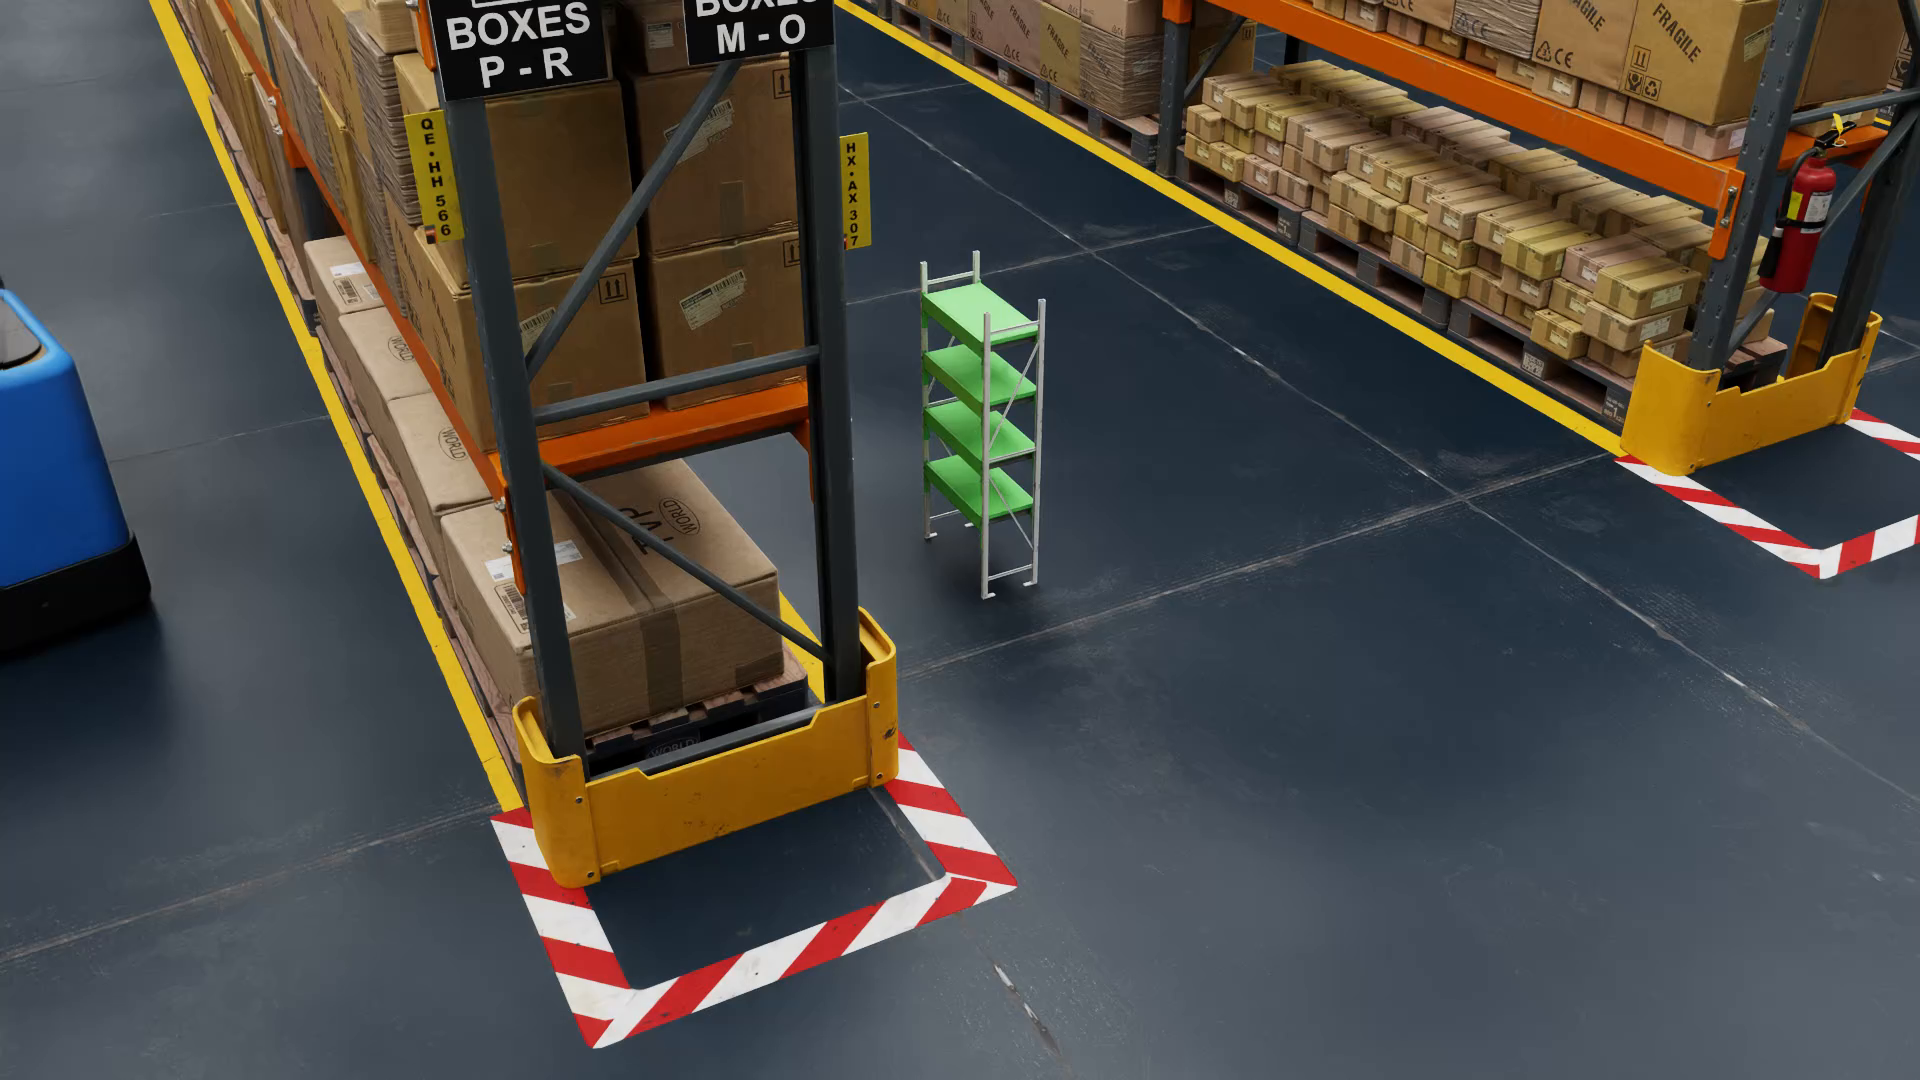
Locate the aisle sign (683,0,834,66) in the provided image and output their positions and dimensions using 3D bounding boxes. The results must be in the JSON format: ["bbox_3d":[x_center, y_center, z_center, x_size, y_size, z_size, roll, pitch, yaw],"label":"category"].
[{"bbox_3d":[-0.499,-1.557,3.990,0.394,0.787,0.004,-16,36,-23],"label":"aisle sign"}]

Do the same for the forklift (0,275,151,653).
[{"bbox_3d":[-4.410,-1.401,6.219,1.130,2.935,3.031,-25,40,-33],"label":"forklift"}]

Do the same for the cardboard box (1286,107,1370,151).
[{"bbox_3d":[2.035,-2.263,9.204,0.380,0.149,0.250,-17,36,-24],"label":"cardboard box"}]

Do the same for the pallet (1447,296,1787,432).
[{"bbox_3d":[3.160,-0.976,8.078,1.003,0.211,1.213,-16,36,-23],"label":"pallet"}]

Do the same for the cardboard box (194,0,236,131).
[{"bbox_3d":[-4.270,-3.173,10.503,0.875,0.875,0.875,-16,36,-24],"label":"cardboard box"}]

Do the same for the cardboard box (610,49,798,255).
[{"bbox_3d":[-0.761,-1.188,4.804,0.500,0.500,0.500,-17,36,-24],"label":"cardboard box"}]

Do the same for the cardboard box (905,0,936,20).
[{"bbox_3d":[-0.083,-4.258,12.543,0.500,0.500,0.500,-17,37,-25],"label":"cardboard box"}]

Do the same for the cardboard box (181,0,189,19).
[{"bbox_3d":[-5.473,-4.298,12.724,0.950,0.372,0.625,-15,35,-22],"label":"cardboard box"}]

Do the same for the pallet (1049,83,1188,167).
[{"bbox_3d":[1.314,-2.823,10.961,1.003,0.211,1.213,-16,36,-23],"label":"pallet"}]

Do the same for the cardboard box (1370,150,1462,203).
[{"bbox_3d":[2.361,-1.884,8.613,0.380,0.149,0.250,-16,36,-23],"label":"cardboard box"}]

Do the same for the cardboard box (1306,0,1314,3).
[{"bbox_3d":[1.999,-2.953,8.812,0.380,0.149,0.250,-18,37,-25],"label":"cardboard box"}]

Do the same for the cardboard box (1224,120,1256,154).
[{"bbox_3d":[1.761,-2.376,9.656,0.380,0.149,0.250,-16,36,-23],"label":"cardboard box"}]

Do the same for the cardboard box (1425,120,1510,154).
[{"bbox_3d":[2.747,-2.145,9.019,0.380,0.149,0.250,-17,36,-25],"label":"cardboard box"}]

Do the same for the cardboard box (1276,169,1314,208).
[{"bbox_3d":[2.012,-2.007,9.355,0.380,0.149,0.250,-17,36,-24],"label":"cardboard box"}]

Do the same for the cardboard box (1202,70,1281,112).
[{"bbox_3d":[1.655,-2.637,9.787,0.380,0.149,0.250,-14,35,-21],"label":"cardboard box"}]

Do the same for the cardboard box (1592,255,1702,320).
[{"bbox_3d":[3.072,-1.133,7.440,0.380,0.149,0.250,-15,36,-23],"label":"cardboard box"}]

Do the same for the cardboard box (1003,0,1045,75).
[{"bbox_3d":[0.636,-3.531,11.409,0.500,0.500,0.500,-17,36,-24],"label":"cardboard box"}]

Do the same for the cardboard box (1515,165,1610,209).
[{"bbox_3d":[3.050,-1.766,8.427,0.380,0.149,0.250,-14,35,-21],"label":"cardboard box"}]

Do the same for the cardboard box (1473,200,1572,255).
[{"bbox_3d":[2.708,-1.499,8.010,0.380,0.149,0.250,-17,37,-25],"label":"cardboard box"}]

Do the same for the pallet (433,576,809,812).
[{"bbox_3d":[-1.231,0.388,5.948,1.003,0.211,1.213,-16,36,-23],"label":"pallet"}]

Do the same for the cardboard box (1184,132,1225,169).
[{"bbox_3d":[1.563,-2.348,9.888,0.380,0.149,0.250,-18,37,-25],"label":"cardboard box"}]

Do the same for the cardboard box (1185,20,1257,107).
[{"bbox_3d":[1.568,-3.170,10.845,0.500,0.500,0.500,-14,35,-21],"label":"cardboard box"}]

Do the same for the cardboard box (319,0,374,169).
[{"bbox_3d":[-1.722,-1.536,5.348,0.500,0.500,0.500,-16,36,-23],"label":"cardboard box"}]

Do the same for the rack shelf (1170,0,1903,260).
[{"bbox_3d":[2.610,-2.369,8.334,1.077,0.370,4.000,-16,36,-23],"label":"rack shelf"}]

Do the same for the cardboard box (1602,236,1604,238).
[{"bbox_3d":[3.232,-1.523,8.324,0.380,0.149,0.250,-15,35,-22],"label":"cardboard box"}]

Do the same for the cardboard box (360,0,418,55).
[{"bbox_3d":[-1.468,-1.498,4.687,0.380,0.149,0.250,-16,36,-24],"label":"cardboard box"}]

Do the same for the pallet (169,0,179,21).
[{"bbox_3d":[-6.020,-4.605,13.743,1.003,0.211,1.213,-16,36,-23],"label":"pallet"}]

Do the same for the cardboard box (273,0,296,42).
[{"bbox_3d":[-2.416,-2.265,6.486,0.500,0.500,0.500,-16,36,-24],"label":"cardboard box"}]

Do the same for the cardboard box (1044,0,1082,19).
[{"bbox_3d":[0.879,-3.607,10.832,0.500,0.250,0.500,-14,35,-21],"label":"cardboard box"}]

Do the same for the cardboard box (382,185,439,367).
[{"bbox_3d":[-1.469,-0.873,5.239,0.500,0.500,0.500,-17,36,-24],"label":"cardboard box"}]

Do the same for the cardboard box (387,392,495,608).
[{"bbox_3d":[-1.619,-0.246,6.340,0.875,0.438,0.875,-15,36,-22],"label":"cardboard box"}]

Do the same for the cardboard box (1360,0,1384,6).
[{"bbox_3d":[2.126,-3.010,8.299,0.500,0.500,0.500,-17,36,-24],"label":"cardboard box"}]

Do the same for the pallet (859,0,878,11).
[{"bbox_3d":[-0.488,-4.756,13.978,1.003,0.211,1.213,-16,36,-23],"label":"pallet"}]

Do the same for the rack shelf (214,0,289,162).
[{"bbox_3d":[-3.587,-2.984,9.295,1.077,0.370,4.000,-16,36,-23],"label":"rack shelf"}]

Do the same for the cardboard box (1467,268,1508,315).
[{"bbox_3d":[2.730,-1.252,8.177,0.380,0.149,0.250,-15,36,-23],"label":"cardboard box"}]

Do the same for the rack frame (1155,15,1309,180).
[{"bbox_3d":[1.678,-3.626,9.629,1.000,3.000,0.127,-16,36,-23],"label":"rack frame"}]

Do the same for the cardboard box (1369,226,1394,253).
[{"bbox_3d":[2.394,-1.633,8.772,0.380,0.149,0.250,-15,36,-22],"label":"cardboard box"}]

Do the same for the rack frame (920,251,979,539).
[{"bbox_3d":[-0.037,-0.543,6.485,0.240,1.200,0.015,-16,36,-23],"label":"rack frame"}]

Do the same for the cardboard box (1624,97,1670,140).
[{"bbox_3d":[3.058,-1.824,7.049,0.380,0.149,0.250,-16,36,-23],"label":"cardboard box"}]

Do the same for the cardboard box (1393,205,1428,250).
[{"bbox_3d":[2.445,-1.617,8.472,0.380,0.149,0.250,-14,35,-21],"label":"cardboard box"}]

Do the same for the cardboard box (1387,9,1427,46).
[{"bbox_3d":[2.344,-2.570,8.214,0.380,0.149,0.250,-14,35,-21],"label":"cardboard box"}]

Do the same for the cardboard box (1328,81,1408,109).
[{"bbox_3d":[2.351,-2.520,9.604,0.380,0.149,0.250,-16,36,-24],"label":"cardboard box"}]

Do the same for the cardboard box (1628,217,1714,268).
[{"bbox_3d":[3.364,-1.381,7.827,0.380,0.149,0.250,-15,36,-22],"label":"cardboard box"}]

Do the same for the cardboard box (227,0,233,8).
[{"bbox_3d":[-3.541,-2.909,8.650,0.500,0.250,0.500,-17,36,-24],"label":"cardboard box"}]

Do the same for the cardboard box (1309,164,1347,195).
[{"bbox_3d":[2.137,-2.002,9.072,0.380,0.149,0.250,-14,35,-21],"label":"cardboard box"}]

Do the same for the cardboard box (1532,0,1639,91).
[{"bbox_3d":[2.870,-2.281,7.162,0.500,0.500,0.500,-16,36,-24],"label":"cardboard box"}]

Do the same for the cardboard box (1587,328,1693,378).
[{"bbox_3d":[3.113,-0.892,7.616,0.380,0.149,0.250,-15,36,-22],"label":"cardboard box"}]

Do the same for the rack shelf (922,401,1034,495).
[{"bbox_3d":[0.077,-0.372,6.338,0.258,0.148,0.480,-16,36,-23],"label":"rack shelf"}]

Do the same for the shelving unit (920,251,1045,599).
[{"bbox_3d":[0.077,-0.426,6.303,0.258,1.200,0.503,-16,36,-23],"label":"shelving unit"}]

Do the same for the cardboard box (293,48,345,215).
[{"bbox_3d":[-2.210,-1.605,6.382,0.500,0.500,0.500,-16,36,-23],"label":"cardboard box"}]

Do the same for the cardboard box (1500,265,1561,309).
[{"bbox_3d":[2.801,-1.247,7.893,0.380,0.149,0.250,-17,37,-25],"label":"cardboard box"}]

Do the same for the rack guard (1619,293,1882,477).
[{"bbox_3d":[3.508,-0.701,7.381,1.175,0.500,0.348,-16,36,-23],"label":"rack guard"}]

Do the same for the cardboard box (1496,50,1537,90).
[{"bbox_3d":[2.691,-2.189,7.619,0.380,0.149,0.250,-18,37,-25],"label":"cardboard box"}]

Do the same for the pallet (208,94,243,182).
[{"bbox_3d":[-4.218,-2.672,10.726,1.003,0.211,1.213,-16,36,-23],"label":"pallet"}]

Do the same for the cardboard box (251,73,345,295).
[{"bbox_3d":[-3.014,-1.891,8.501,0.875,0.875,0.875,-15,35,-22],"label":"cardboard box"}]

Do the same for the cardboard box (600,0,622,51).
[{"bbox_3d":[-0.895,-1.506,4.700,0.380,0.149,0.250,-15,36,-22],"label":"cardboard box"}]
